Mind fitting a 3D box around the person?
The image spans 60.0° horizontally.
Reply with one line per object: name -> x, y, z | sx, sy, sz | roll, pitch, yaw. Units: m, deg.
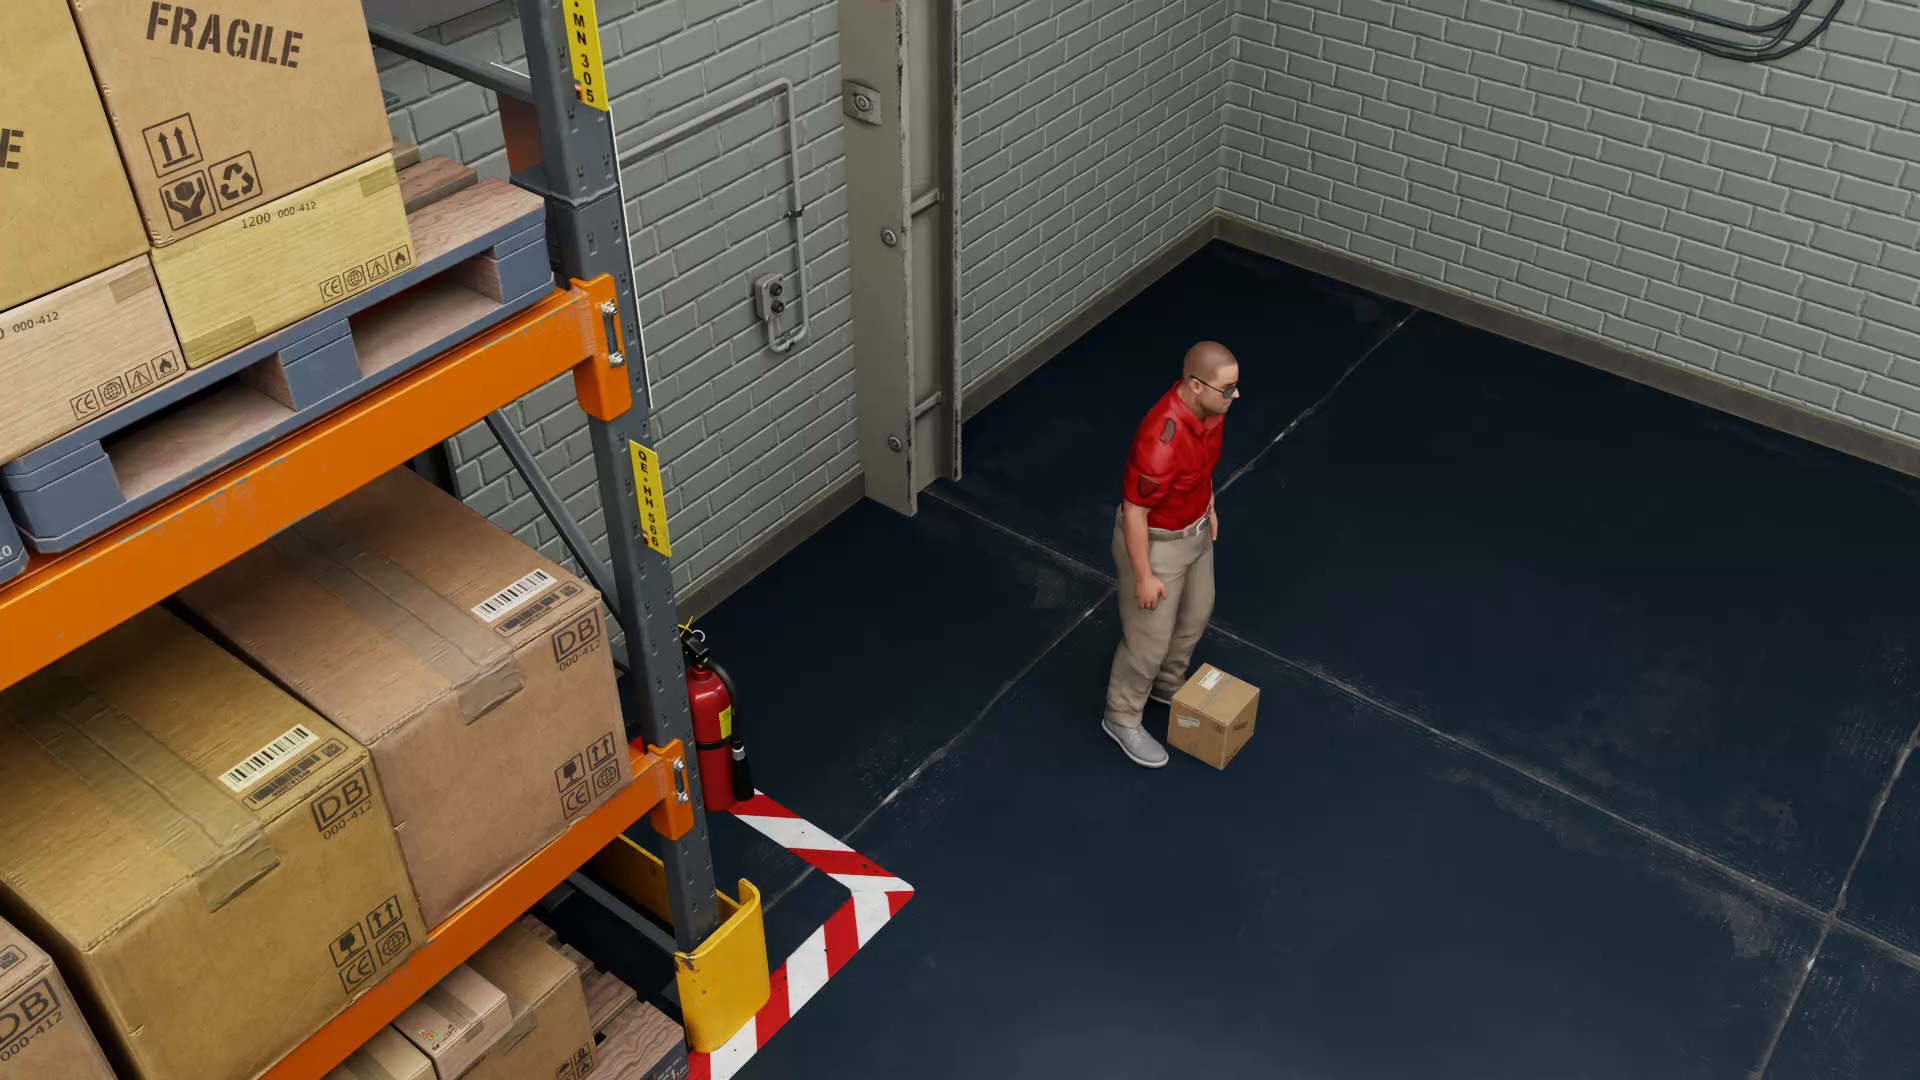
person -> 0.802, 0.020, 6.139 | 0.434, 1.726, 0.606 | 23, 44, 26
